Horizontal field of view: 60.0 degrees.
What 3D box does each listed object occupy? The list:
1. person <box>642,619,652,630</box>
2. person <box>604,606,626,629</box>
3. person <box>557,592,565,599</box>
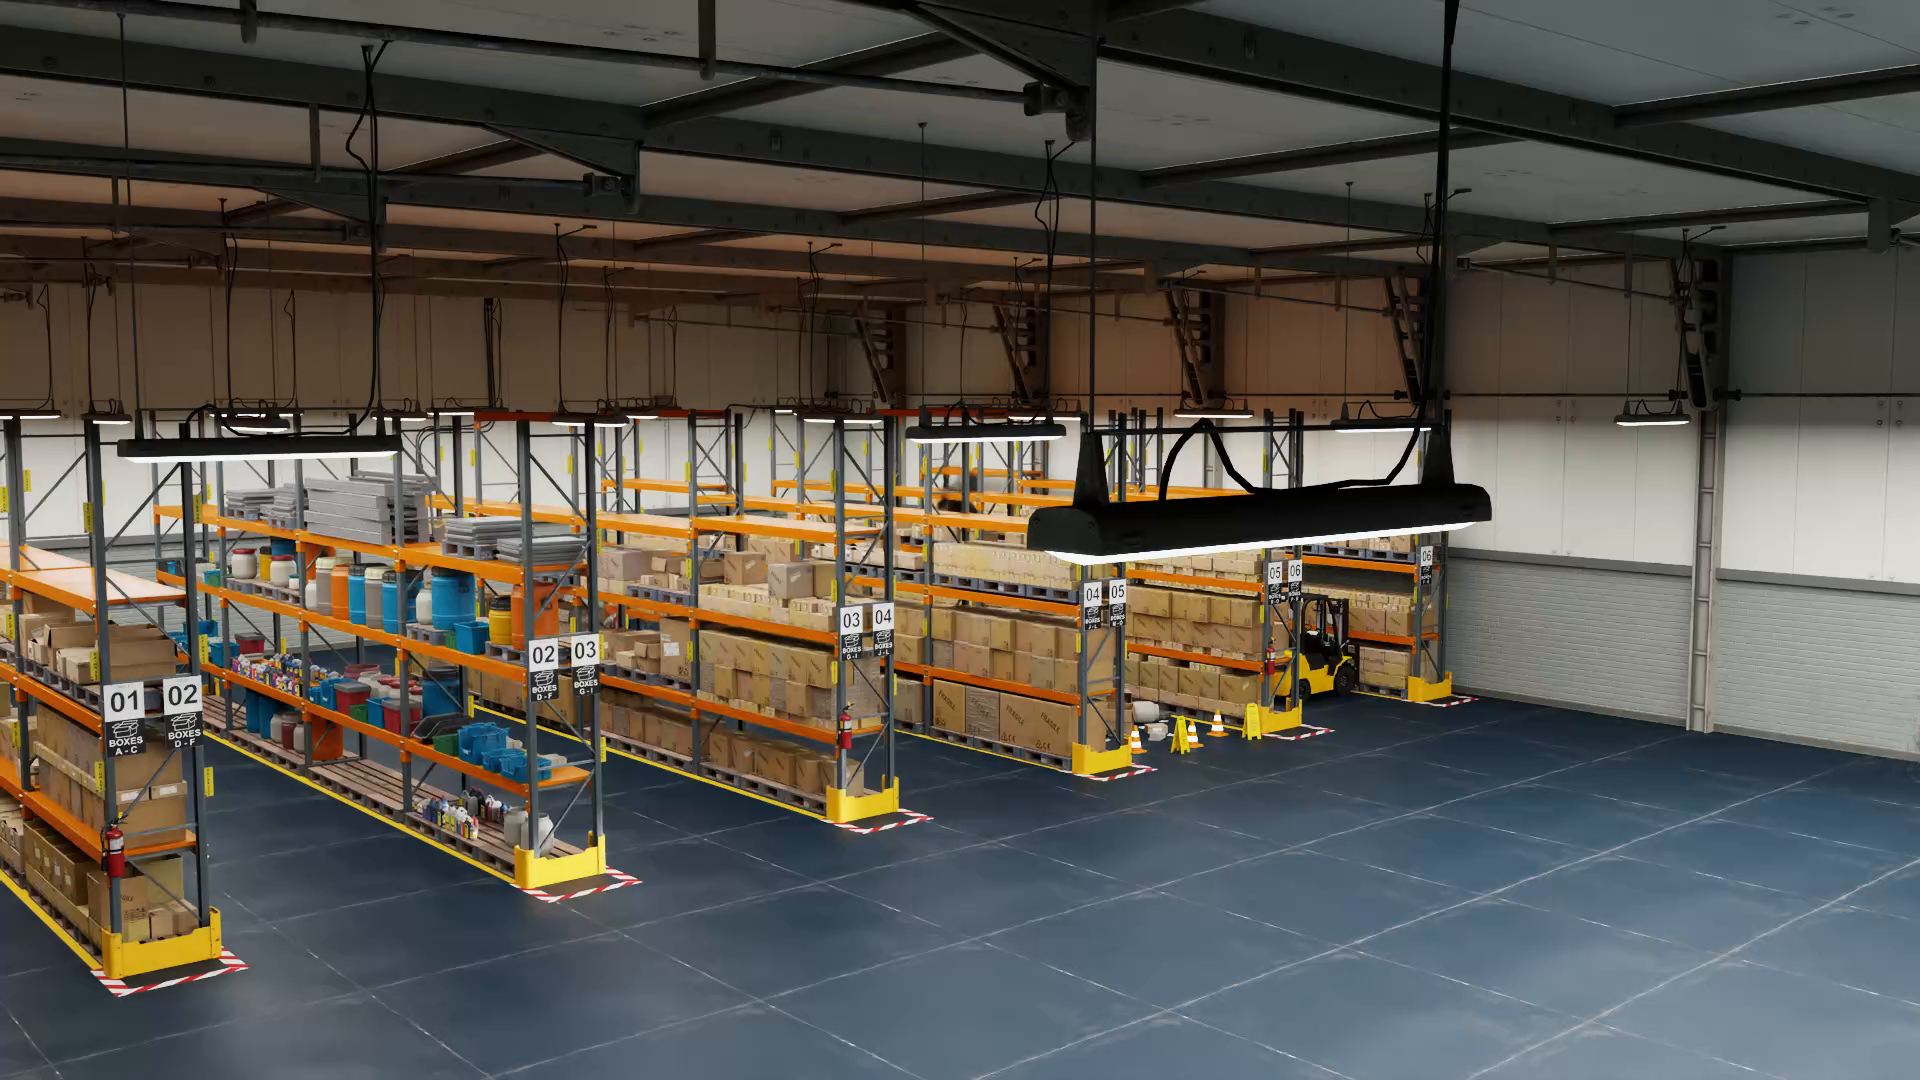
[{"bbox_3d":[-7.808,1.896,41.289,0.515,1.624,0.610,0,5,4],"label":"person"},{"bbox_3d":[-7.686,2.267,36.817,0.701,1.742,1.055,-5,7,-44],"label":"person"},{"bbox_3d":[-9.649,2.006,39.585,0.739,1.687,0.531,2,5,19],"label":"person"}]
